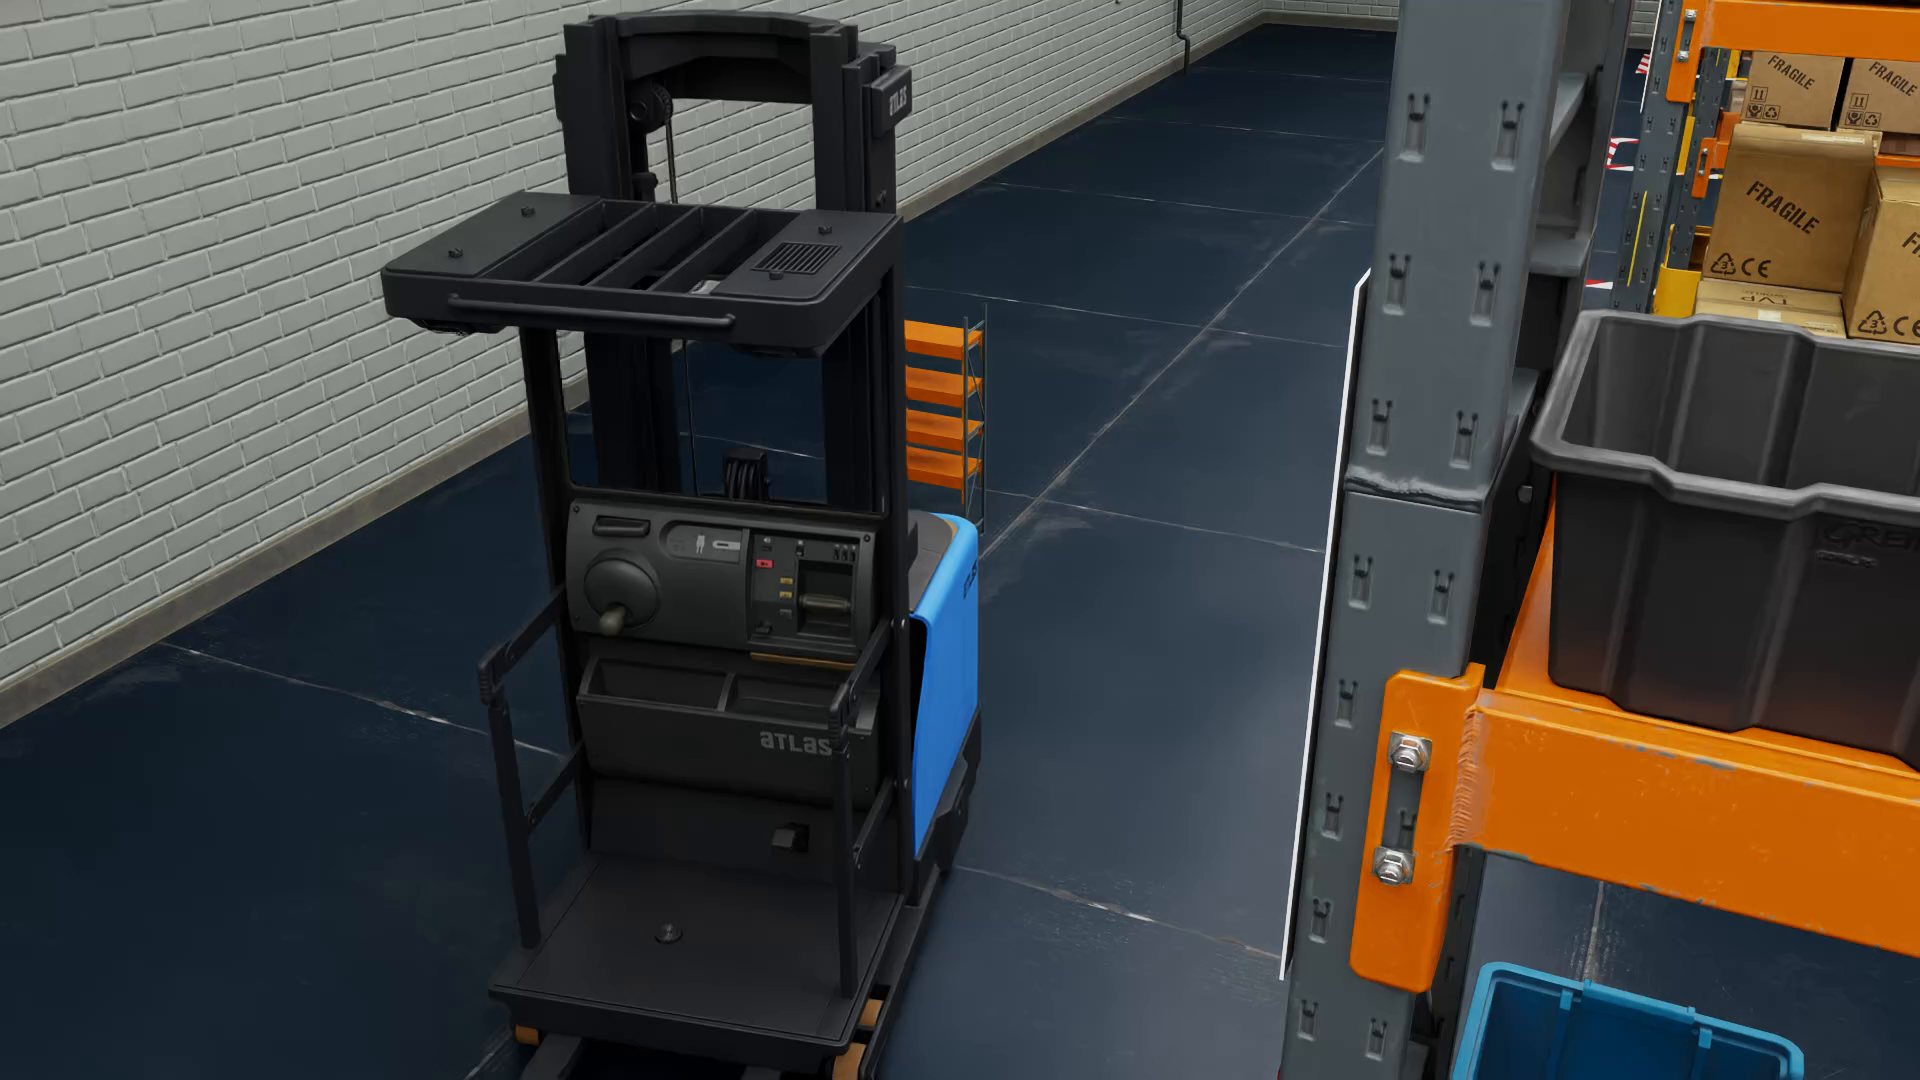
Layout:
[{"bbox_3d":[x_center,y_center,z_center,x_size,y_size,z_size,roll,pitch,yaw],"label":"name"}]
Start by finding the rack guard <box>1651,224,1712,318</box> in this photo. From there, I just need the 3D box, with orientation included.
[{"bbox_3d":[4.887,-1.722,11.182,0.348,0.500,1.175,11,28,22],"label":"rack guard"}]

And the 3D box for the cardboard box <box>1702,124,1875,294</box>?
[{"bbox_3d":[3.225,-1.301,6.480,0.500,0.500,0.500,12,29,22],"label":"cardboard box"}]

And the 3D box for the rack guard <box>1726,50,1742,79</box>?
[{"bbox_3d":[8.895,-5.727,19.317,0.348,0.500,1.175,11,28,22],"label":"rack guard"}]

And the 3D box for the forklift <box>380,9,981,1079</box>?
[{"bbox_3d":[-0.743,0.149,4.629,1.130,2.935,3.031,6,27,11],"label":"forklift"}]

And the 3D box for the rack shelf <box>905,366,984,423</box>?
[{"bbox_3d":[-0.151,-0.709,7.977,0.480,0.148,0.258,11,28,22],"label":"rack shelf"}]

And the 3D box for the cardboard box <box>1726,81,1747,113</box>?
[{"bbox_3d":[7.417,-3.825,15.048,0.875,0.438,0.875,10,28,20],"label":"cardboard box"}]

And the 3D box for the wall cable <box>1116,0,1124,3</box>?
[{"bbox_3d":[1.632,-6.358,16.582,0.123,1.953,0.585,11,28,22],"label":"wall cable"}]

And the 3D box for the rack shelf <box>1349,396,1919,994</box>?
[{"bbox_3d":[2.443,0.453,1.353,4.000,0.370,1.077,11,28,22],"label":"rack shelf"}]

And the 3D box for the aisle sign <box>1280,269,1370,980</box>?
[{"bbox_3d":[0.434,0.050,1.810,0.004,0.787,0.394,11,28,22],"label":"aisle sign"}]

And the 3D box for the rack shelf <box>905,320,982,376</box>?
[{"bbox_3d":[-0.151,-0.921,7.873,0.480,0.148,0.258,11,28,22],"label":"rack shelf"}]

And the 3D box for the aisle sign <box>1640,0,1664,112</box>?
[{"bbox_3d":[2.483,-1.940,5.852,0.004,0.787,0.394,11,28,22],"label":"aisle sign"}]

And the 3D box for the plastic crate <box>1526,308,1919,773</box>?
[{"bbox_3d":[0.857,0.005,1.595,0.590,0.269,0.497,11,28,22],"label":"plastic crate"}]

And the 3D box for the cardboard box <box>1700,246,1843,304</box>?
[{"bbox_3d":[3.223,-0.966,6.649,0.500,0.250,0.500,11,28,21],"label":"cardboard box"}]

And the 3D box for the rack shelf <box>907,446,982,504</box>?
[{"bbox_3d":[-0.151,-0.330,8.164,0.480,0.148,0.258,11,28,22],"label":"rack shelf"}]

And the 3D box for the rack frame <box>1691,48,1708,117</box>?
[{"bbox_3d":[6.775,-4.866,14.738,0.127,3.000,1.000,11,28,22],"label":"rack frame"}]

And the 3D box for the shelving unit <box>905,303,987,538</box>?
[{"bbox_3d":[-0.151,-0.569,8.046,0.503,1.200,0.258,11,28,22],"label":"shelving unit"}]

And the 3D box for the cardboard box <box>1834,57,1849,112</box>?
[{"bbox_3d":[5.800,-2.961,10.418,0.500,0.500,0.500,11,28,21],"label":"cardboard box"}]

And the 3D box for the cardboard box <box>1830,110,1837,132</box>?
[{"bbox_3d":[5.677,-2.698,10.619,0.250,0.149,0.380,11,28,21],"label":"cardboard box"}]

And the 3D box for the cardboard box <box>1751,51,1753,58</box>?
[{"bbox_3d":[9.343,-5.781,18.947,0.637,0.503,0.797,10,28,20],"label":"cardboard box"}]

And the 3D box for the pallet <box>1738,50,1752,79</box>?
[{"bbox_3d":[9.621,-5.452,19.086,1.213,0.211,1.003,11,28,22],"label":"pallet"}]

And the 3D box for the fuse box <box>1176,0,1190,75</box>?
[{"bbox_3d":[2.634,-6.128,18.759,0.414,1.711,0.539,11,28,22],"label":"fuse box"}]

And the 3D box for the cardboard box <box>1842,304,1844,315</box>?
[{"bbox_3d":[3.685,-0.873,6.460,0.500,0.250,0.500,11,28,21],"label":"cardboard box"}]

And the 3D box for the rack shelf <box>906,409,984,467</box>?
[{"bbox_3d":[-0.151,-0.508,8.076,0.480,0.148,0.258,11,28,22],"label":"rack shelf"}]

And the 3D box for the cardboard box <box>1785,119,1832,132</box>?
[{"bbox_3d":[5.226,-2.524,10.265,0.250,0.149,0.380,12,29,24],"label":"cardboard box"}]

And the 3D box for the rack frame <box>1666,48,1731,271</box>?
[{"bbox_3d":[4.818,-2.857,10.658,0.127,3.000,1.000,11,28,22],"label":"rack frame"}]

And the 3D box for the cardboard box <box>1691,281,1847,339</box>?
[{"bbox_3d":[2.998,-0.751,6.213,0.500,0.250,0.500,11,28,20],"label":"cardboard box"}]

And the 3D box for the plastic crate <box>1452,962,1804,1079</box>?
[{"bbox_3d":[1.004,1.053,2.607,0.499,0.435,0.616,11,28,22],"label":"plastic crate"}]

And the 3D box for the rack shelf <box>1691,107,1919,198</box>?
[{"bbox_3d":[6.638,-2.169,10.074,4.000,0.370,1.077,11,28,22],"label":"rack shelf"}]

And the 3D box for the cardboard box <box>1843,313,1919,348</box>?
[{"bbox_3d":[3.474,-0.659,6.026,0.500,0.250,0.500,11,28,21],"label":"cardboard box"}]

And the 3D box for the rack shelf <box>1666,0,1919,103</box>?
[{"bbox_3d":[4.493,-1.539,5.398,4.000,0.370,1.077,11,28,22],"label":"rack shelf"}]

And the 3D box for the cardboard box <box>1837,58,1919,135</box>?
[{"bbox_3d":[5.610,-2.755,10.000,0.500,0.500,0.500,11,28,22],"label":"cardboard box"}]

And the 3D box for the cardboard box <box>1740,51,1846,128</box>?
[{"bbox_3d":[5.112,-2.843,10.178,0.500,0.500,0.500,13,29,24],"label":"cardboard box"}]

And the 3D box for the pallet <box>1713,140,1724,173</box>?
[{"bbox_3d":[7.535,-3.500,15.121,1.213,0.211,1.003,11,28,22],"label":"pallet"}]

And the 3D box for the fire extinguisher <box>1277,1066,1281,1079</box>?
[{"bbox_3d":[0.673,1.102,3.126,0.183,0.674,0.296,11,28,22],"label":"fire extinguisher"}]

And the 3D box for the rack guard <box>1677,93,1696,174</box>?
[{"bbox_3d":[6.753,-3.749,15.299,0.348,0.500,1.175,11,28,22],"label":"rack guard"}]

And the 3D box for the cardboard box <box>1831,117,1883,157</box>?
[{"bbox_3d":[5.448,-2.453,10.121,0.250,0.149,0.380,11,28,20],"label":"cardboard box"}]

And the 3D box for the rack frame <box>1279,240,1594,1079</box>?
[{"bbox_3d":[0.622,1.110,2.600,0.127,3.000,1.000,11,28,22],"label":"rack frame"}]

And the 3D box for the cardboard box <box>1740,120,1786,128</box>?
[{"bbox_3d":[4.977,-2.554,10.325,0.250,0.149,0.380,11,28,21],"label":"cardboard box"}]

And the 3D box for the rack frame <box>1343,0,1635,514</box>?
[{"bbox_3d":[0.622,-1.582,1.275,0.127,3.000,1.000,11,28,22],"label":"rack frame"}]

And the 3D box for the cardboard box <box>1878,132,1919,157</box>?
[{"bbox_3d":[5.741,-2.461,10.137,0.250,0.149,0.380,13,29,24],"label":"cardboard box"}]

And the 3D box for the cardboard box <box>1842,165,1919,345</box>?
[{"bbox_3d":[3.453,-0.996,5.862,0.500,0.500,0.500,11,28,21],"label":"cardboard box"}]

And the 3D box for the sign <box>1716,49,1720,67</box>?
[{"bbox_3d":[4.593,-3.028,10.023,0.005,0.325,0.100,11,28,22],"label":"sign"}]

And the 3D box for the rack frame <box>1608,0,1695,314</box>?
[{"bbox_3d":[2.672,-0.882,6.645,0.127,3.000,1.000,11,28,22],"label":"rack frame"}]

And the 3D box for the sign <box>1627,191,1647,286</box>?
[{"bbox_3d":[2.437,-1.083,5.985,0.005,0.325,0.100,11,28,22],"label":"sign"}]

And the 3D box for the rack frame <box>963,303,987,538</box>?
[{"bbox_3d":[0.071,-0.524,7.956,0.015,1.200,0.240,11,28,22],"label":"rack frame"}]
